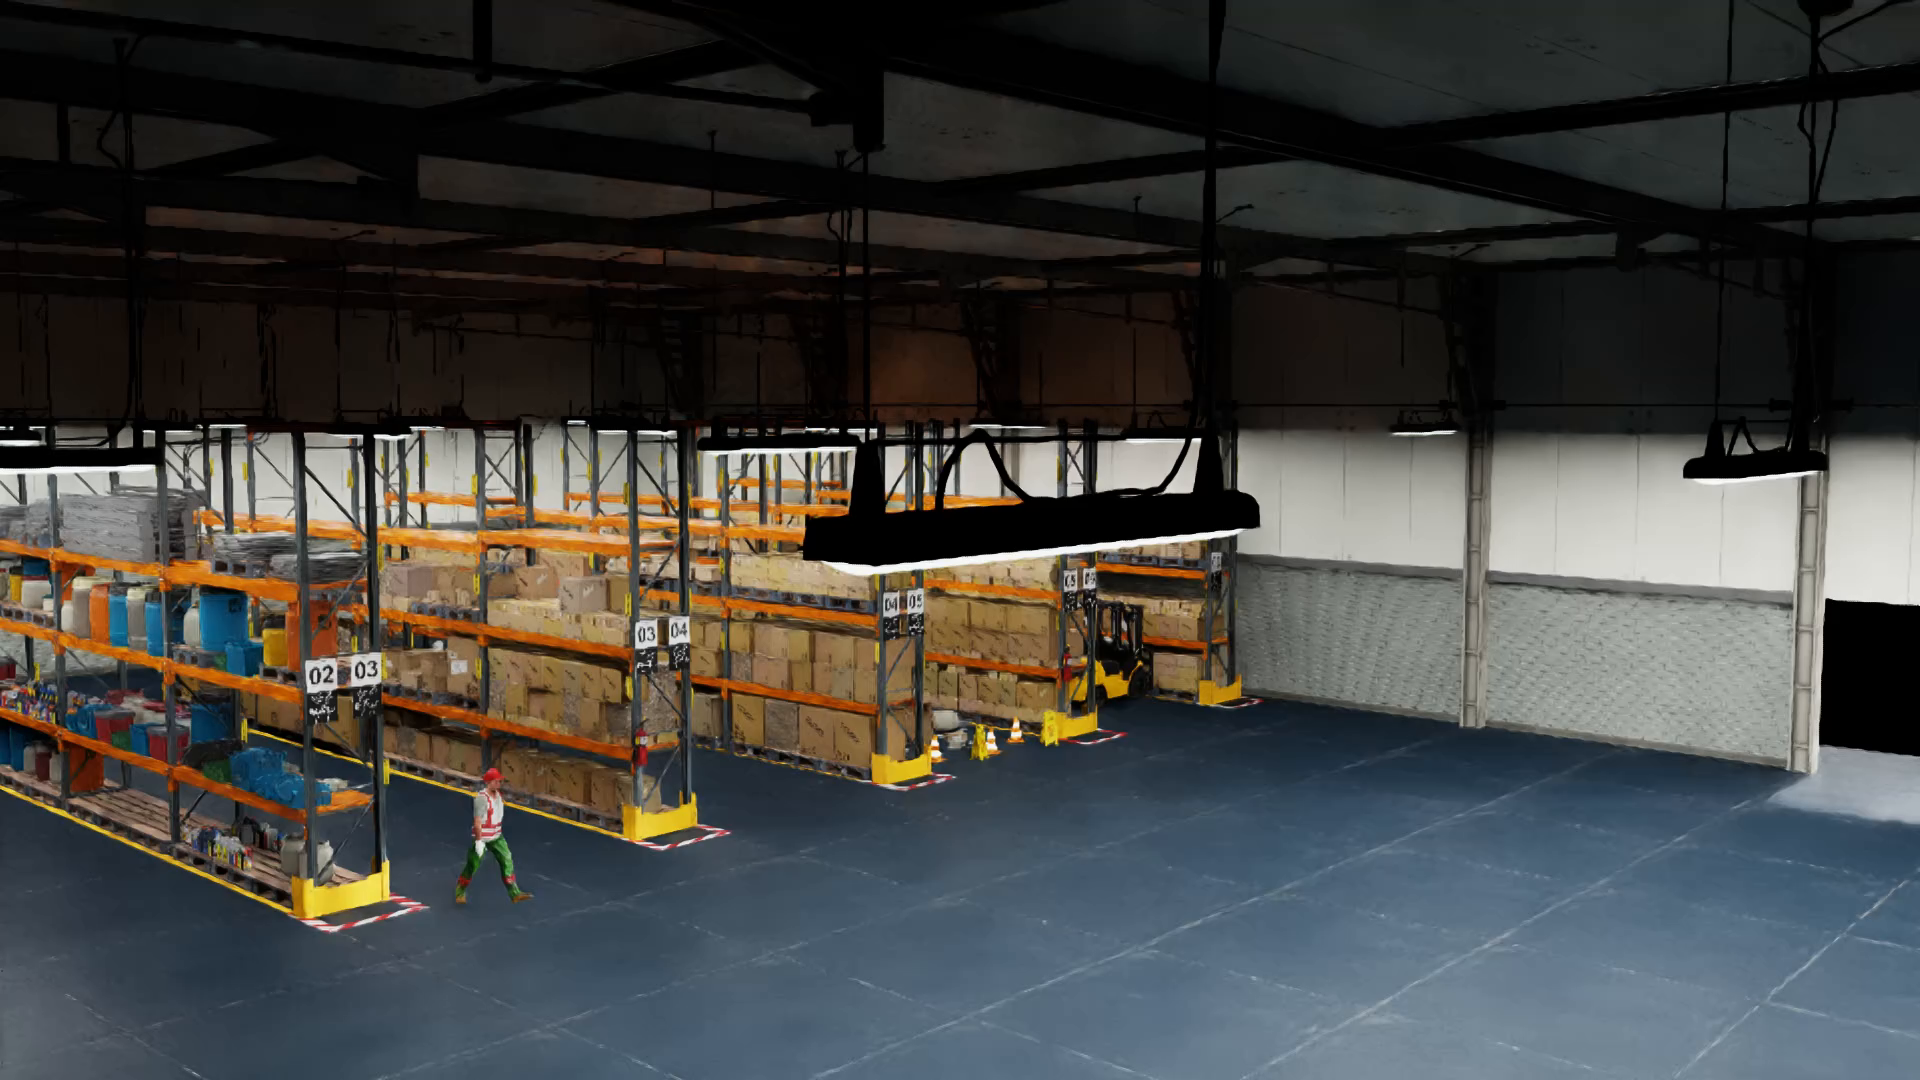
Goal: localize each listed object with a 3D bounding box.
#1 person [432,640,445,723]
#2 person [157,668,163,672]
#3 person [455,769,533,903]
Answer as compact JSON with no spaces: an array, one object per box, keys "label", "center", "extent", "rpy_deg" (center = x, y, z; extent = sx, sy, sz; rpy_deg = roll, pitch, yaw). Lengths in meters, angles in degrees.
[{"label":"person","center":[-10.011,2.809,31.912],"extent":[0.659,1.793,0.398],"rpy_deg":[2,5,20]},{"label":"person","center":[-18.622,2.294,39.096],"extent":[0.490,1.676,0.555],"rpy_deg":[-1,5,-14]},{"label":"person","center":[-5.941,3.748,21.034],"extent":[0.967,1.746,0.597],"rpy_deg":[2,5,20]}]
